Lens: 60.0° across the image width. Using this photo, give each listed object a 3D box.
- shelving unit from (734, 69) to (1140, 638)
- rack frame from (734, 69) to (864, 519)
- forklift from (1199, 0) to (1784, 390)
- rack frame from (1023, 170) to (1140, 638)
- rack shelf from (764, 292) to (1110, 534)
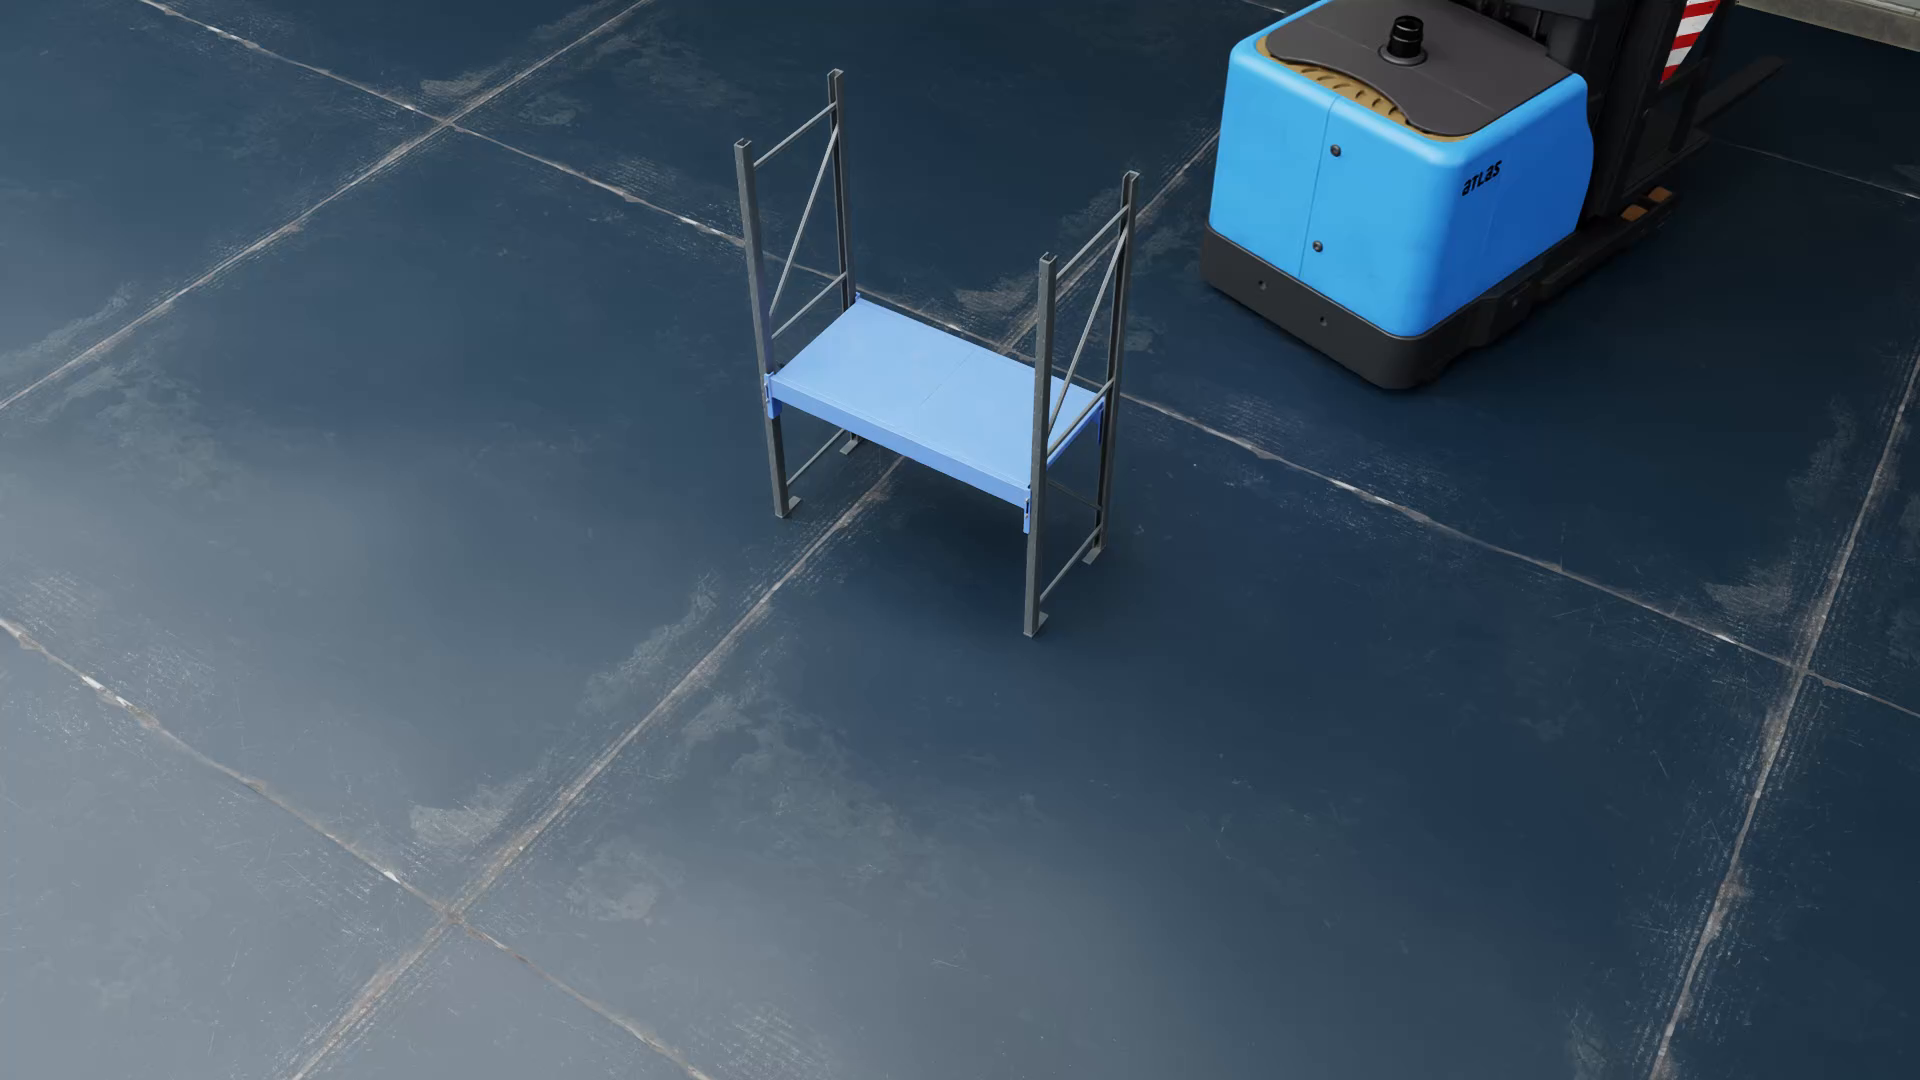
[{"bbox_3d":[-0.072,-0.556,5.244,1.048,1.500,0.538,25,51,22],"label":"shelving unit"},{"bbox_3d":[-0.500,-0.753,5.435,0.032,1.500,0.500,25,51,22],"label":"rack frame"},{"bbox_3d":[2.397,-2.502,6.138,3.031,2.935,1.130,-33,54,-28],"label":"forklift"},{"bbox_3d":[0.356,-0.359,5.053,0.032,1.500,0.500,25,51,22],"label":"rack frame"},{"bbox_3d":[-0.072,-0.430,5.373,1.000,0.185,0.538,25,51,22],"label":"rack shelf"}]
